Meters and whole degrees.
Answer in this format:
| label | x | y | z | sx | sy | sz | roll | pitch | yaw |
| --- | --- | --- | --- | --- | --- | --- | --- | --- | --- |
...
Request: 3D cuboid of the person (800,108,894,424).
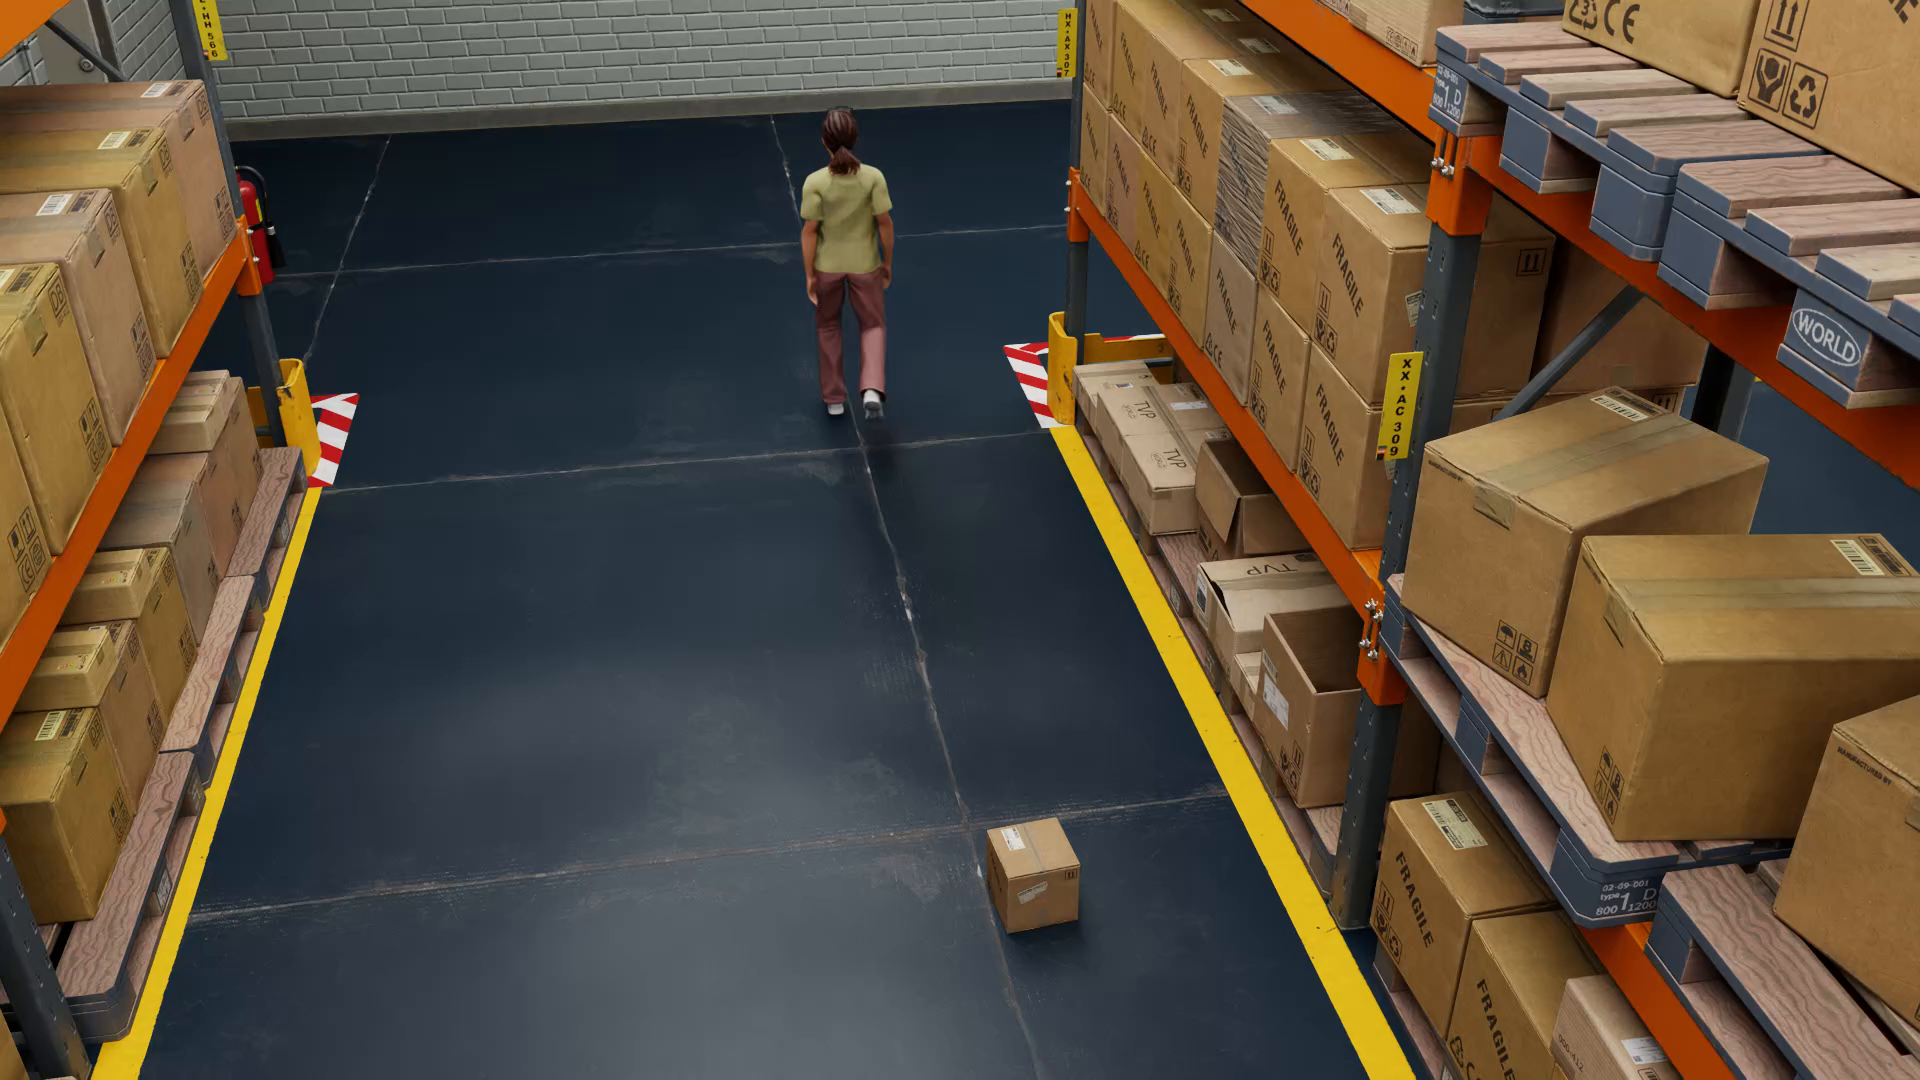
| label | x | y | z | sx | sy | sz | roll | pitch | yaw |
| --- | --- | --- | --- | --- | --- | --- | --- | --- | --- |
| person | -0.557 | -1.339 | 8.363 | 0.462 | 1.651 | 0.754 | -4 | 31 | -7 |
